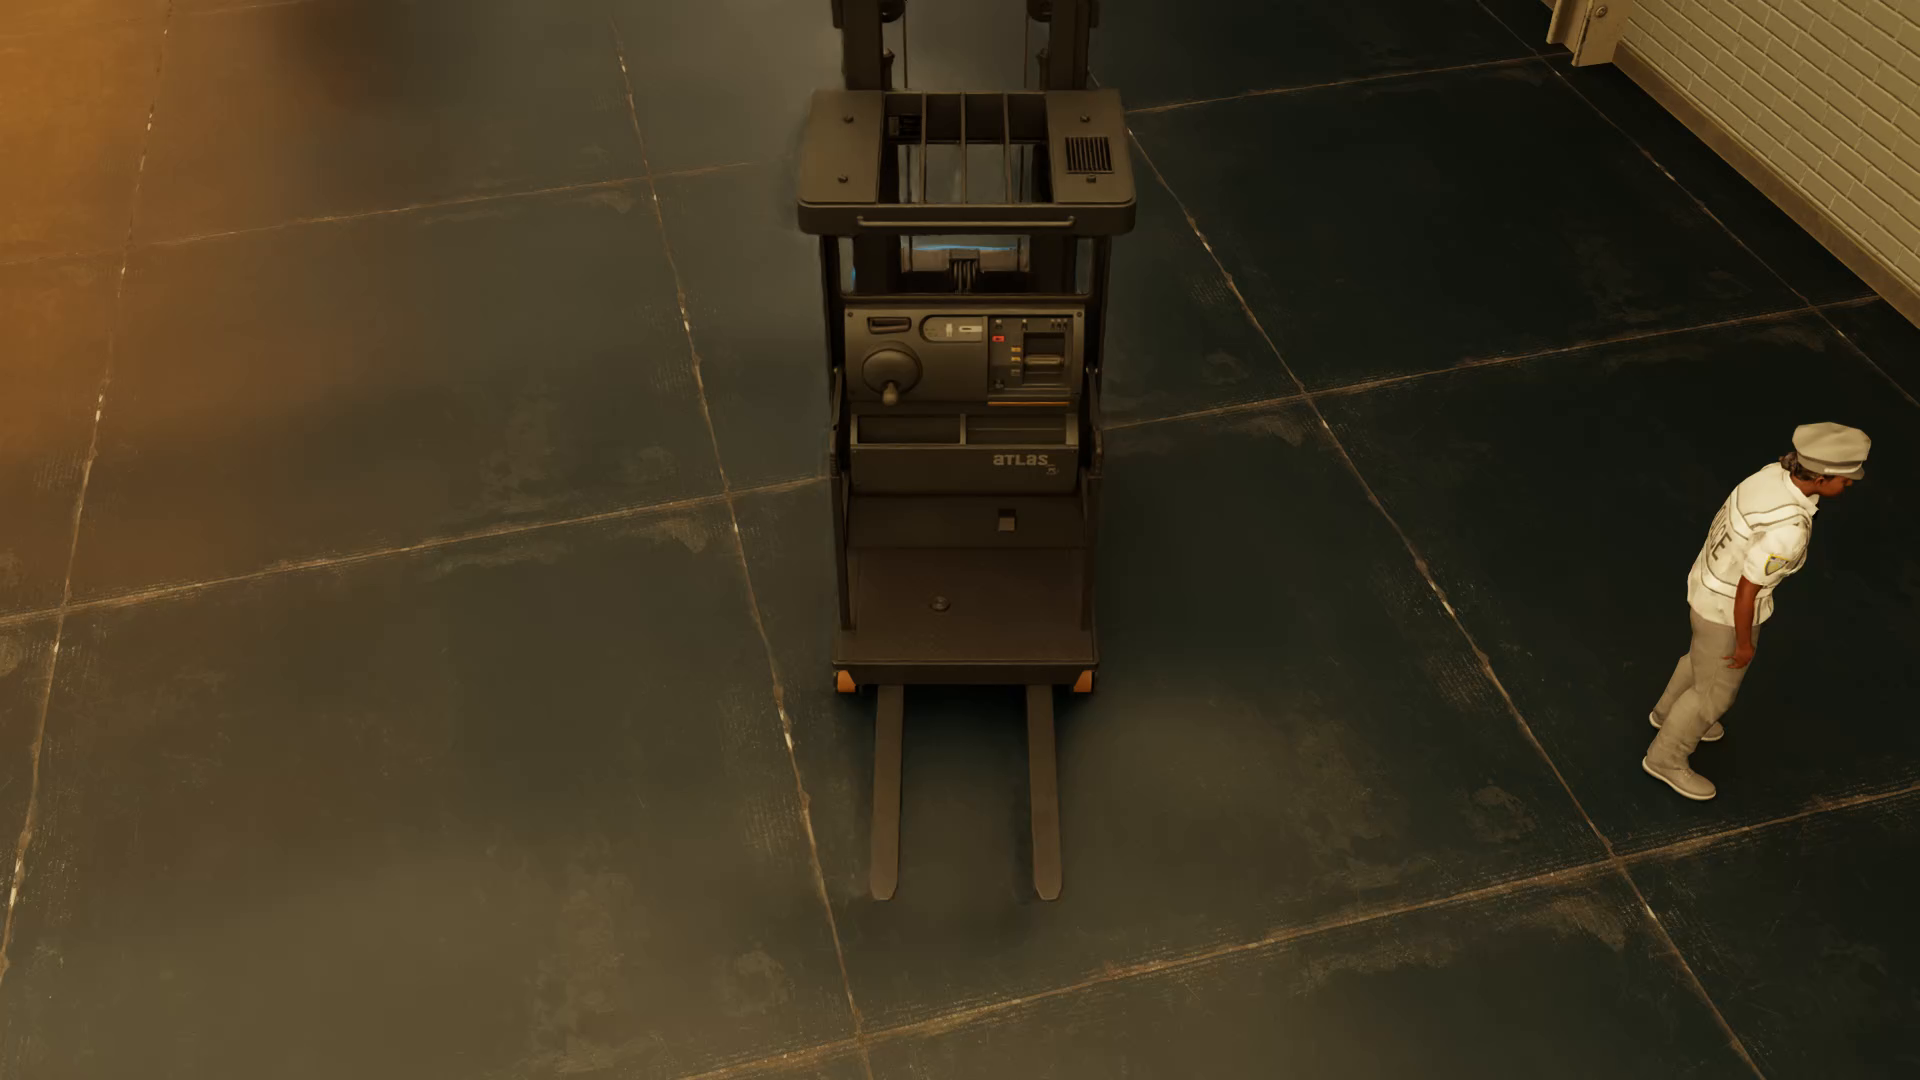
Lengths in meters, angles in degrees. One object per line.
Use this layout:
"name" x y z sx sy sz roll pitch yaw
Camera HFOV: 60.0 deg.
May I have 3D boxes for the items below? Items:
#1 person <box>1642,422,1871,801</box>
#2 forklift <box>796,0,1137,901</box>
"person" 2.956 0.253 6.305 0.398 1.659 0.529 15 45 15
"forklift" 0.021 -0.630 6.312 1.130 2.935 3.031 0 43 0
